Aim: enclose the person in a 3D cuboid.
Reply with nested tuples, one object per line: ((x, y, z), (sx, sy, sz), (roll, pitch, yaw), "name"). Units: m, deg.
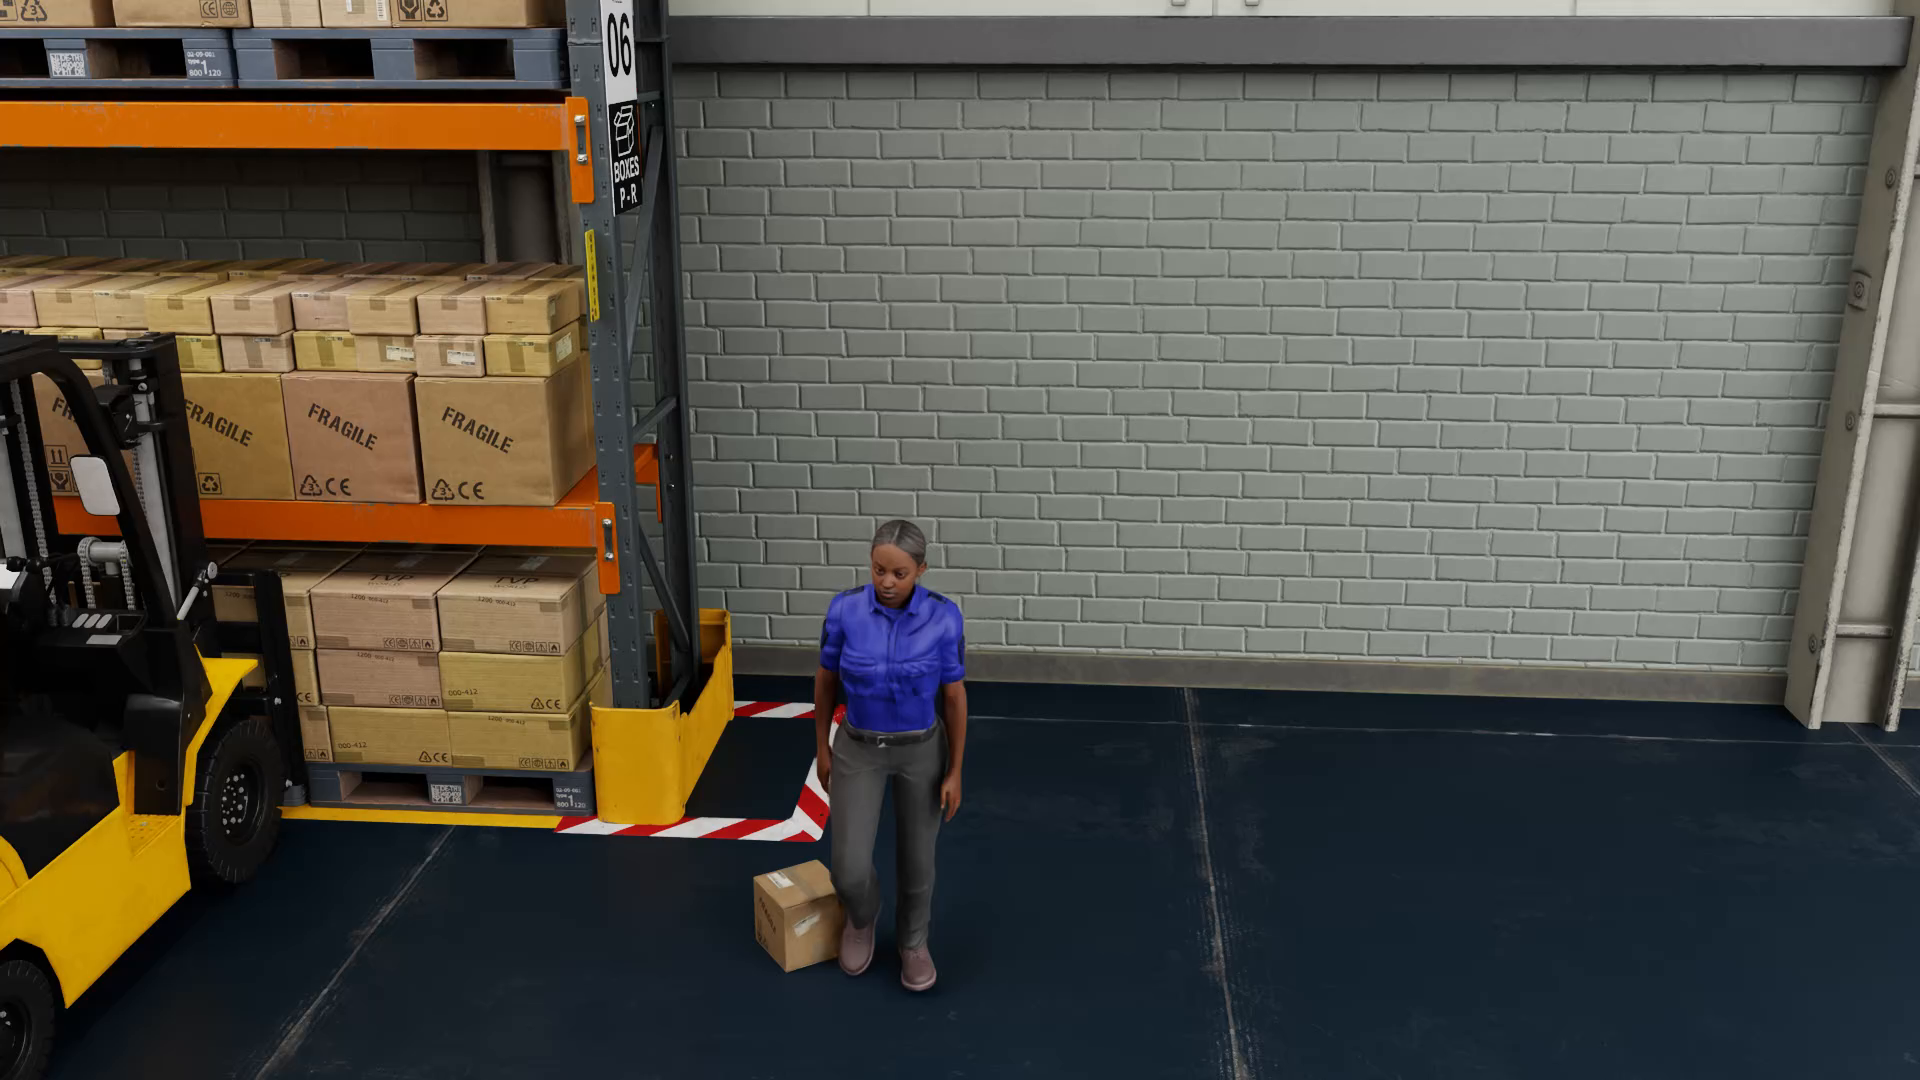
((-0.221, 0.693, 5.321), (0.482, 1.655, 0.448), (-1, 18, -2), "person")
